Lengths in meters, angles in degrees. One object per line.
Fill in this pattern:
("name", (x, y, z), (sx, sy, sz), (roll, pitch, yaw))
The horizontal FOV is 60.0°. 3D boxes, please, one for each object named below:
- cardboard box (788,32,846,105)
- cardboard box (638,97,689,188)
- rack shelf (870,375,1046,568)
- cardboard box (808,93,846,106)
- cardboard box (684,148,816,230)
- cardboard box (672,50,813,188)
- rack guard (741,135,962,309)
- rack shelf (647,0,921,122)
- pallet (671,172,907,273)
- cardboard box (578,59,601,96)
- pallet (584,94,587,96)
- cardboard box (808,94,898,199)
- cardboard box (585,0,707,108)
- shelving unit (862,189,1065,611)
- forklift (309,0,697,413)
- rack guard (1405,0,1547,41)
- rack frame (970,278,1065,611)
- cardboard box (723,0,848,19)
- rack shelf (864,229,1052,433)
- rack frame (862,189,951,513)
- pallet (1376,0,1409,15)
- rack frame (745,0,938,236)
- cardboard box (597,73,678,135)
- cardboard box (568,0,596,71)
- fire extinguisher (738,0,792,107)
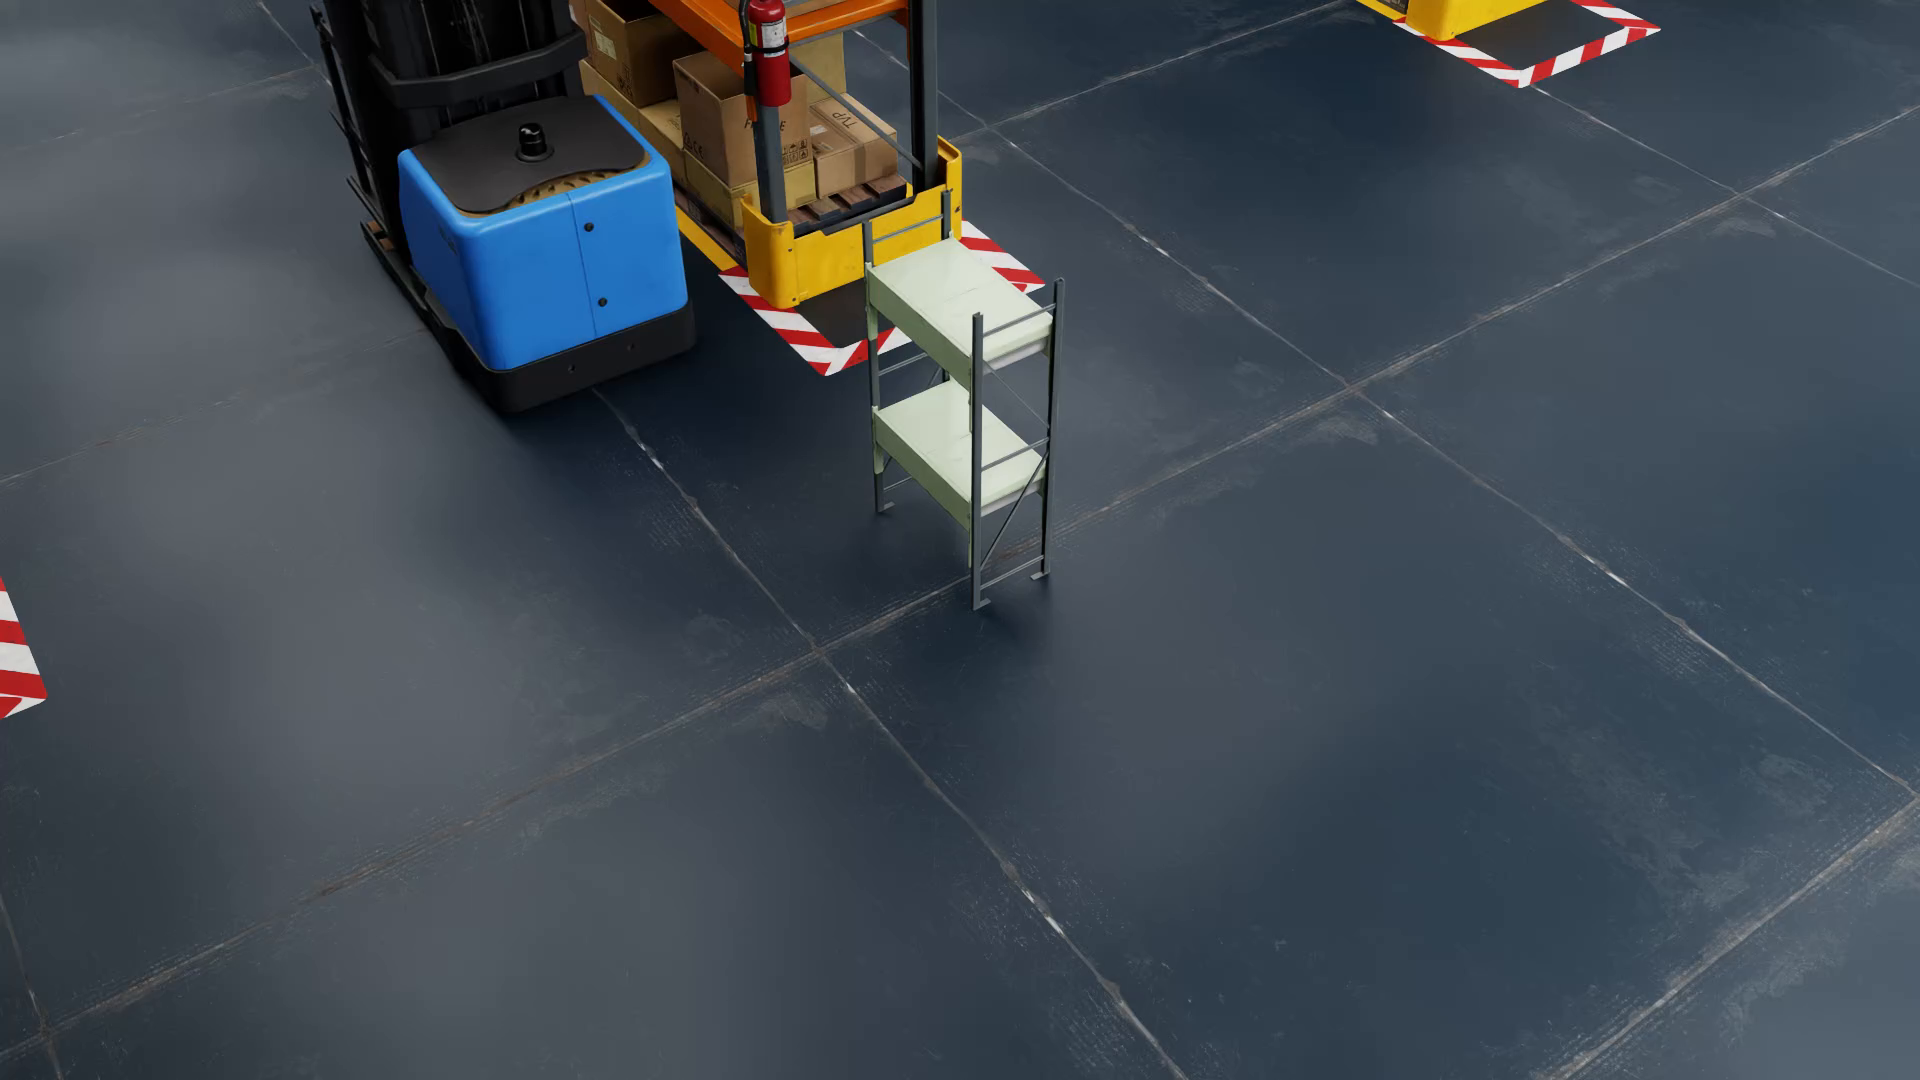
("cardboard box", (-0.969, -2.688, 9.028), (0.500, 0.500, 0.500), (-26, 49, -24))
("cardboard box", (-1.402, -2.208, 9.069), (0.500, 0.250, 0.500), (-26, 49, -24))
("rack shelf", (0.004, -0.303, 6.944), (0.431, 0.370, 0.720), (-26, 49, -24))
("cardboard box", (-0.971, -2.416, 9.286), (0.500, 0.250, 0.500), (-26, 49, -24))
("cardboard box", (-1.106, -1.929, 8.777), (0.500, 0.250, 0.500), (-26, 49, -24))
("cardboard box", (-1.108, -2.200, 8.517), (0.500, 0.500, 0.500), (-26, 49, -24))
("rack guard", (-0.543, -1.667, 8.625), (1.175, 0.500, 0.348), (-26, 49, -24))
("rack shelf", (-1.701, -3.458, 9.211), (1.077, 0.370, 4.000), (-26, 49, -24))
("pallet", (-1.029, -1.993, 9.176), (1.003, 0.211, 1.213), (-26, 49, -24))
("cardboard box", (-1.974, -2.774, 9.662), (0.500, 0.250, 0.500), (-26, 49, -24))
("pallet", (-1.723, -2.683, 9.899), (1.003, 0.211, 1.213), (-26, 49, -24))
("cardboard box", (-0.682, -2.134, 8.991), (0.500, 0.250, 0.500), (-26, 49, -24))
("cardboard box", (-1.692, -2.760, 9.104), (0.500, 0.500, 0.500), (-26, 49, -24))
("shelving unit", (0.004, -0.539, 6.719), (0.431, 1.500, 0.755), (-26, 49, -24))
("forklift", (-2.515, -2.646, 7.891), (1.130, 2.935, 3.031), (-24, 49, -23))
("rack guard", (3.426, -3.660, 10.713), (1.175, 0.500, 0.348), (-26, 49, -24))
("rack frame", (0.213, -0.331, 6.502), (0.400, 1.500, 0.023), (-26, 49, -24))
("cardboard box", (-0.814, -2.891, 8.024), (0.700, 0.500, 0.500), (-26, 49, -24))
("rack shelf", (0.004, -0.821, 6.450), (0.431, 0.370, 0.720), (-26, 49, -24))
("rack frame", (-0.206, -0.746, 6.936), (0.400, 1.500, 0.023), (-26, 49, -24))
("pallet", (2.965, -4.018, 11.297), (1.003, 0.211, 1.213), (-26, 49, -24))
("rack frame", (-0.557, -2.585, 7.777), (1.000, 3.000, 0.127), (-26, 49, -24))
("cardboard box", (-1.690, -2.490, 9.364), (0.500, 0.250, 0.500), (-26, 49, -24))
("cardboard box", (-1.977, -3.044, 9.401), (0.500, 0.500, 0.500), (-26, 49, -24))
("fire extinguisher", (-0.871, -2.307, 7.541), (0.296, 0.674, 0.183), (-26, 49, -24))
